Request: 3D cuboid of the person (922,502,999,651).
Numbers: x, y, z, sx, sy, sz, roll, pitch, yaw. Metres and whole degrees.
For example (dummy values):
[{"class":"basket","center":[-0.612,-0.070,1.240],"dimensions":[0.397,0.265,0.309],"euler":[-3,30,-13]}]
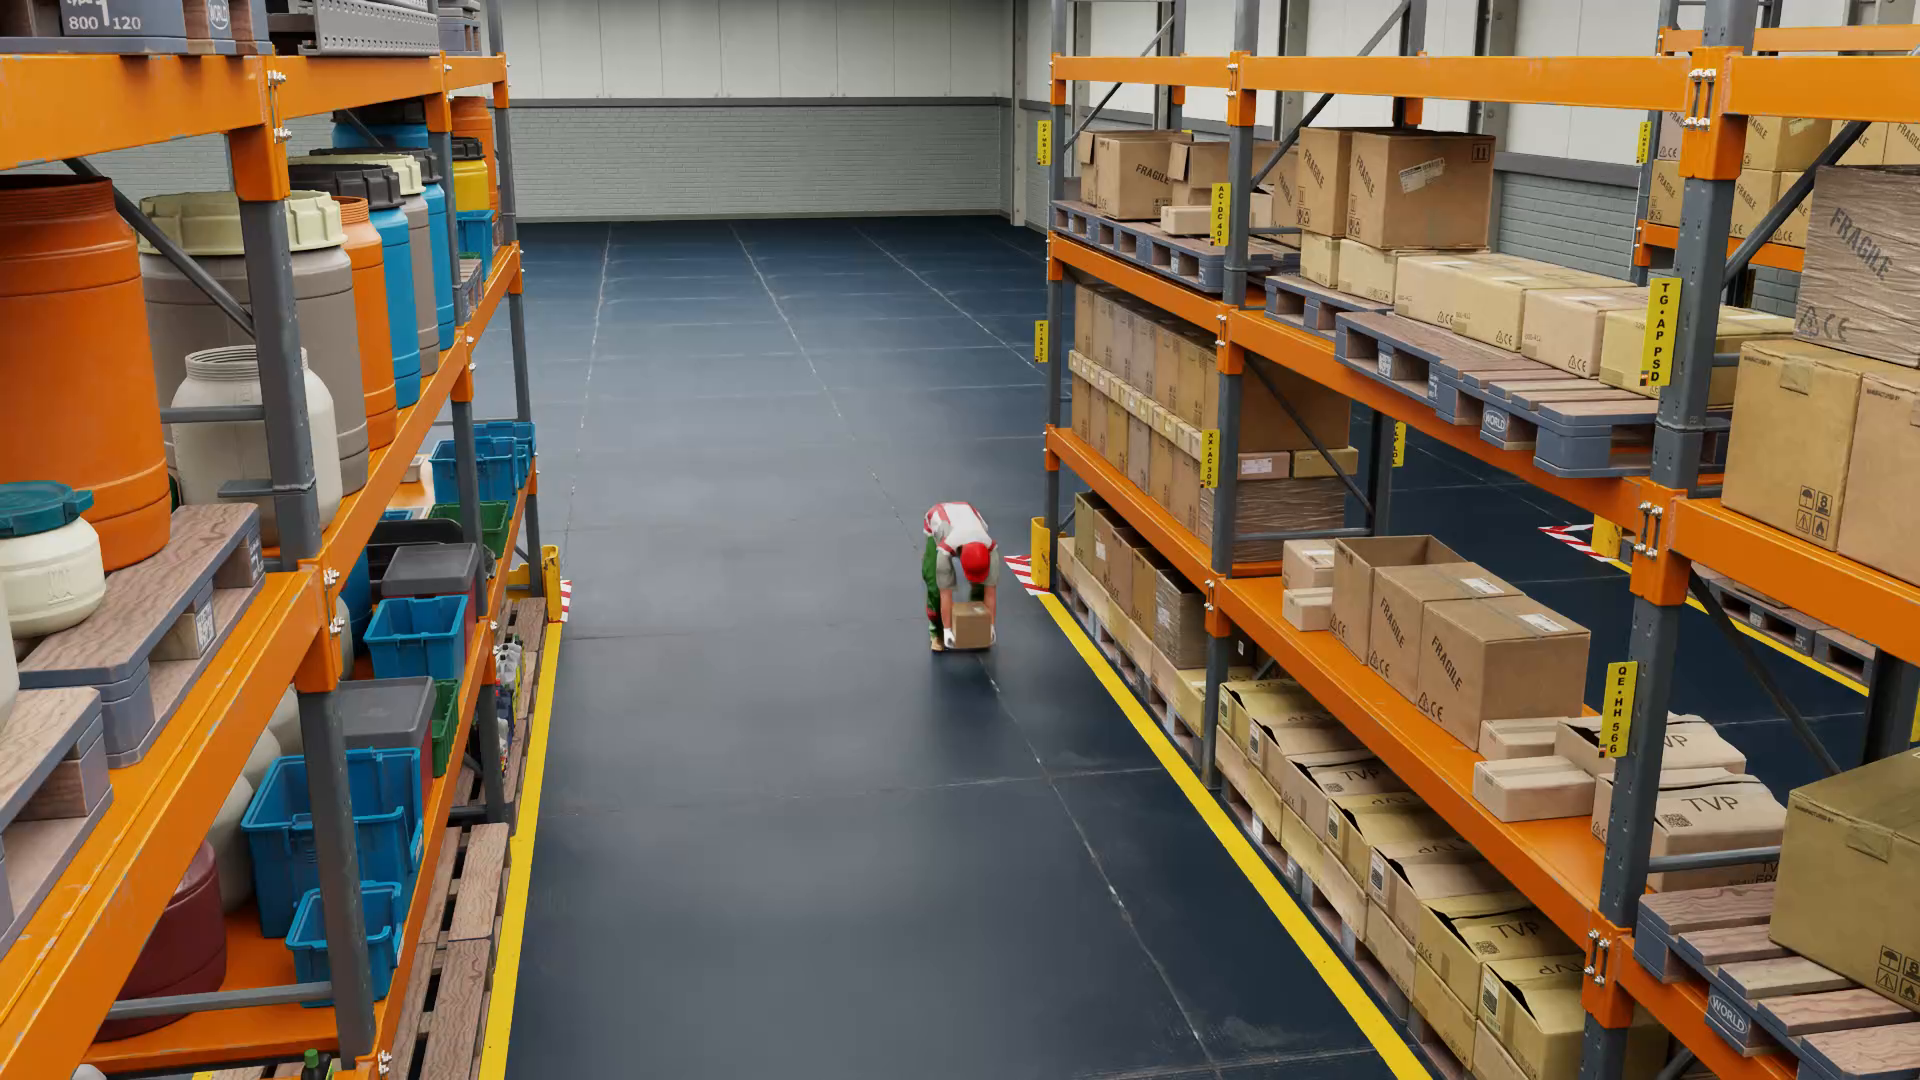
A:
[{"class":"person","center":[0.022,0.312,11.713],"dimensions":[0.517,1.060,0.962],"euler":[-4,17,-13]}]
